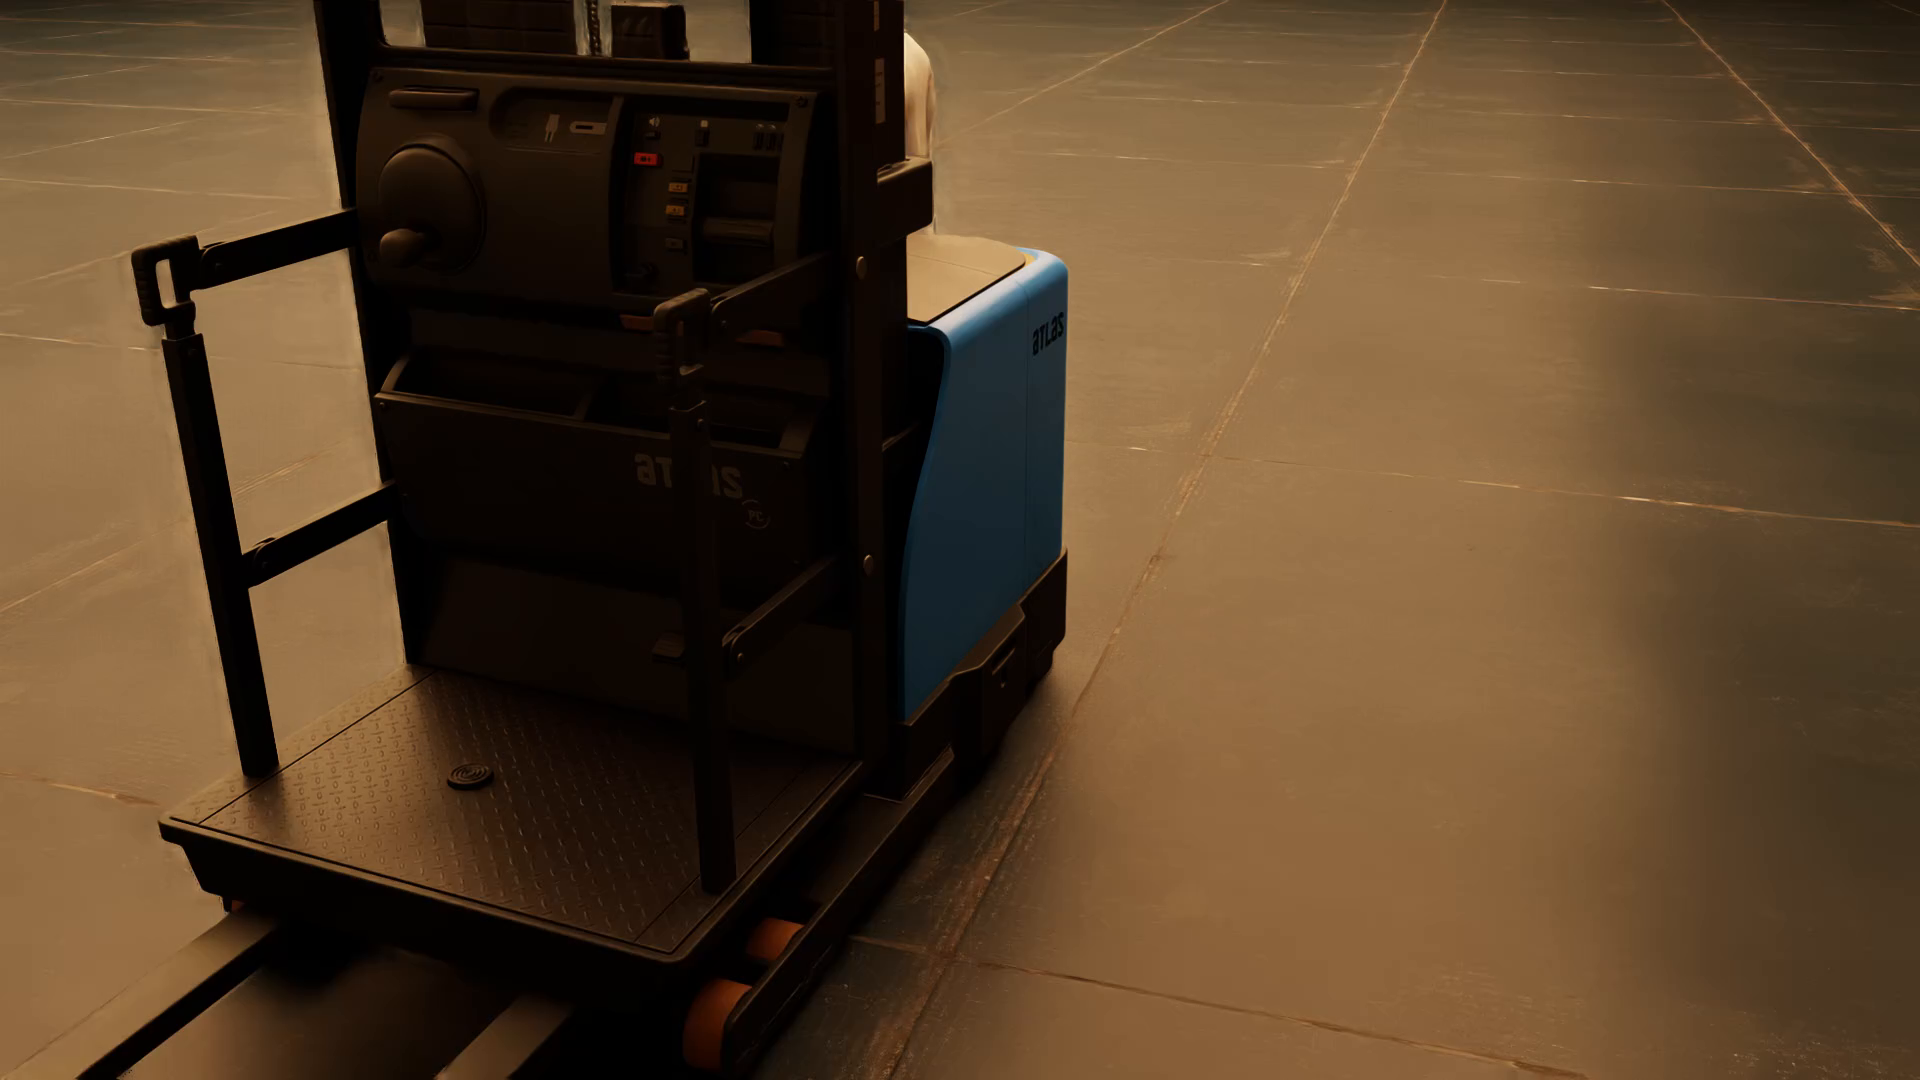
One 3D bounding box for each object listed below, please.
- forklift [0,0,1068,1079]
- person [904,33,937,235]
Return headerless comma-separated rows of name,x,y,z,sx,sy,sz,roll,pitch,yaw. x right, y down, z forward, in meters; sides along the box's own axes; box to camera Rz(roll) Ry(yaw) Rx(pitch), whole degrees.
forklift,-0.758,-0.611,2.759,1.130,2.935,3.031,9,24,21
person,-0.359,-0.807,4.801,0.917,1.744,0.779,2,22,4
